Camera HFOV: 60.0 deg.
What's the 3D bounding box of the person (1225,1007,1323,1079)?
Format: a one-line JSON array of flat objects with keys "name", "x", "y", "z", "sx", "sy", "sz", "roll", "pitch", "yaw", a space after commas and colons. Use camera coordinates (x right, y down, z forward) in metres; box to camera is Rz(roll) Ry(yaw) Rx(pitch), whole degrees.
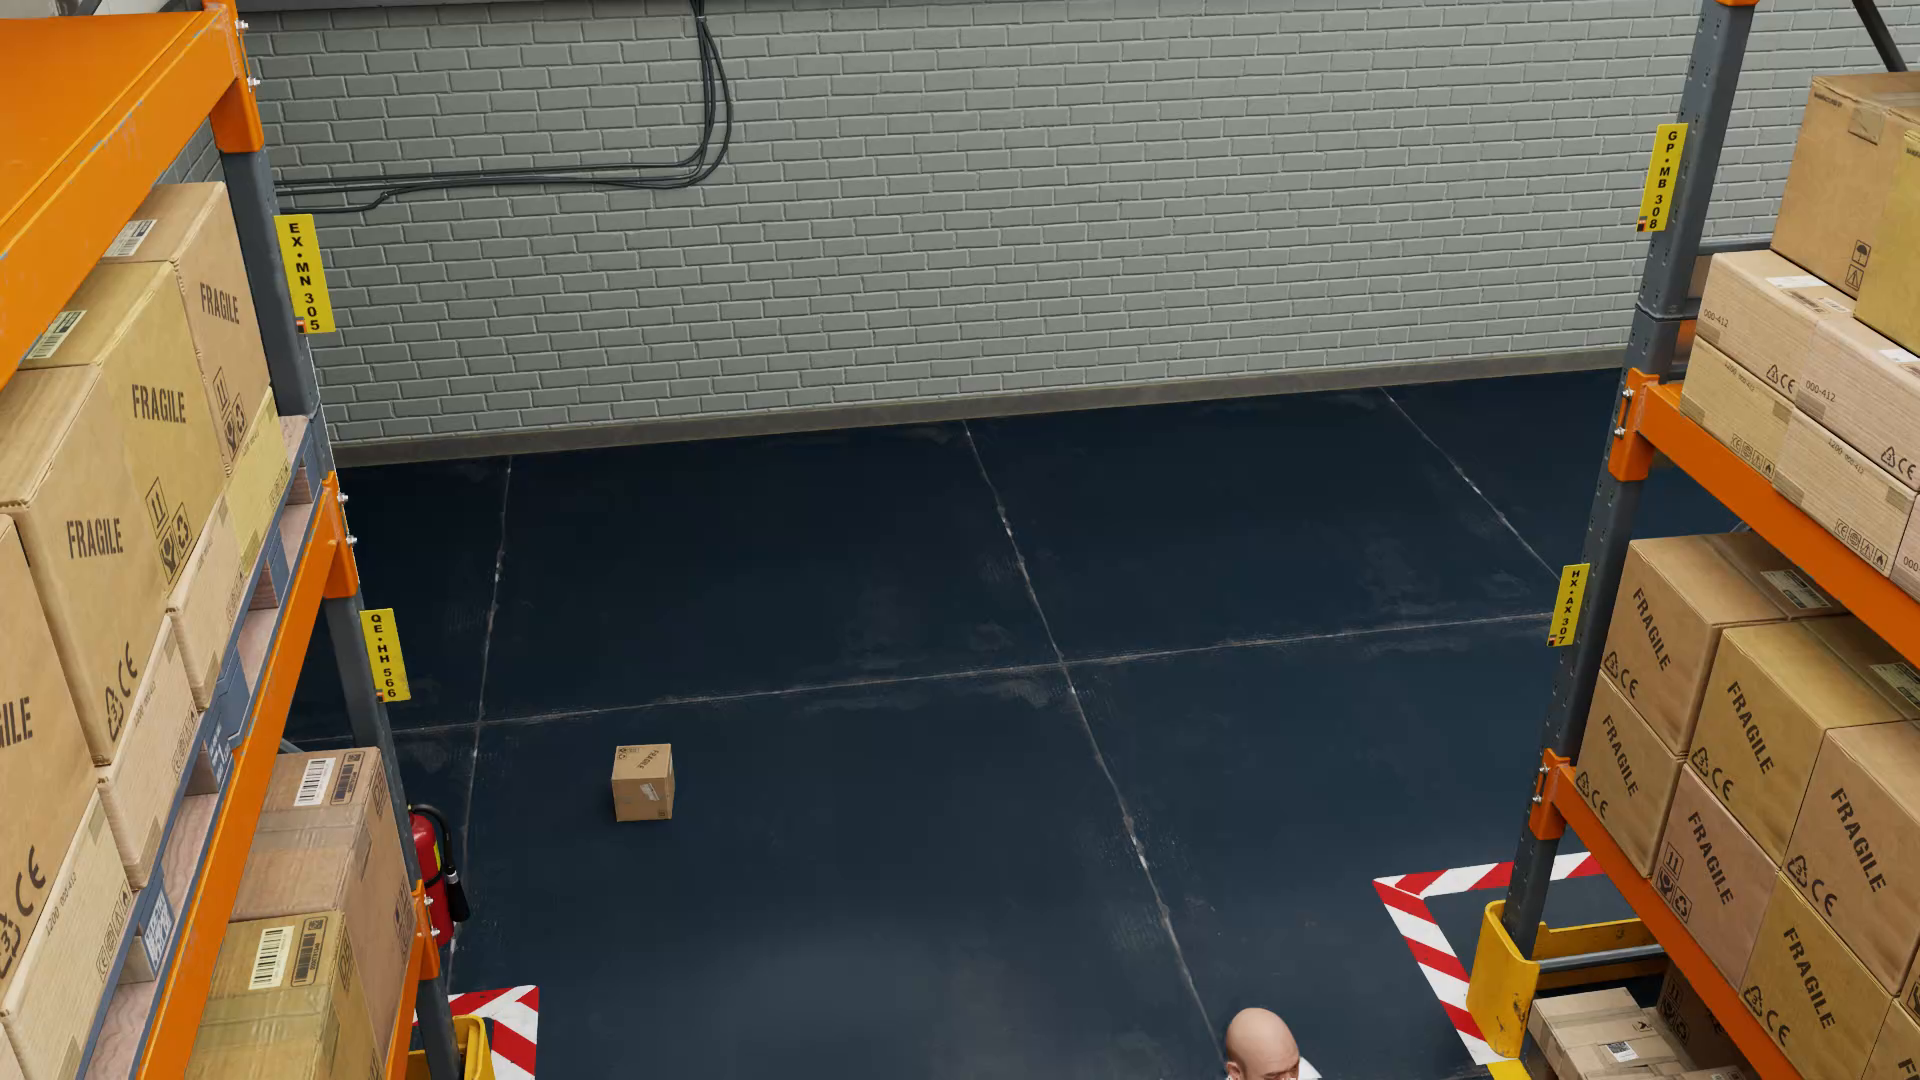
[{"name": "person", "x": 0.794, "y": 2.016, "z": 4.700, "sx": 0.575, "sy": 1.740, "sz": 1.046, "roll": -15, "pitch": 34, "yaw": -24}]
